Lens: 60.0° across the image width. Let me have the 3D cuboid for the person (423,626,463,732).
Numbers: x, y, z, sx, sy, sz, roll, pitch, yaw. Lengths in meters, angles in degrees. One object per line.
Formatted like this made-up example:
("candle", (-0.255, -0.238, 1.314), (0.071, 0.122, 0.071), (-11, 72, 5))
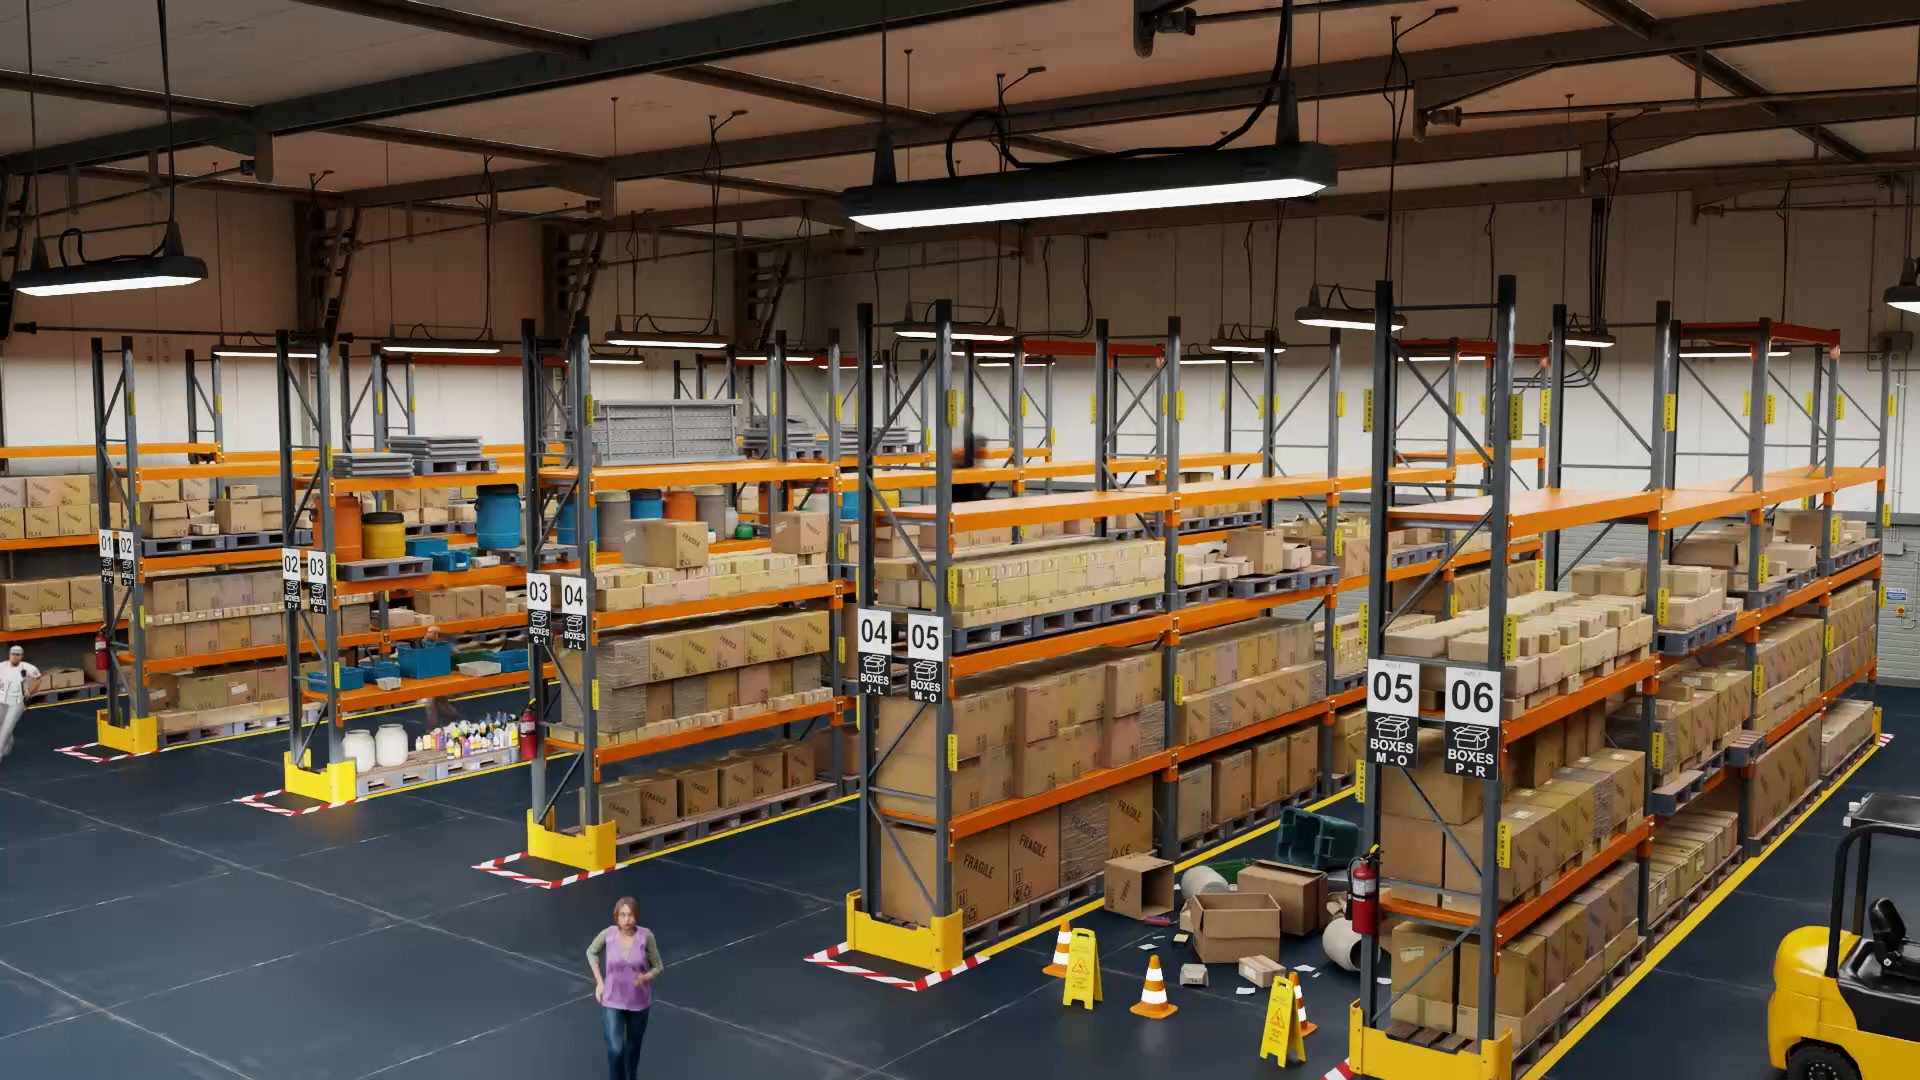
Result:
("person", (-7.729, 2.153, 24.809), (0.663, 1.765, 0.908), (4, 6, 39))

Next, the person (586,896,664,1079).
("person", (-2.376, 3.338, 11.851), (0.523, 1.647, 0.739), (-1, 5, -16))

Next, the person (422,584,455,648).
("person", (-9.648, 1.596, 31.103), (0.635, 1.820, 0.795), (4, 6, 37))

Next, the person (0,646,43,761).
("person", (-13.363, 2.310, 23.492), (0.644, 1.662, 0.876), (-1, 5, -7))
